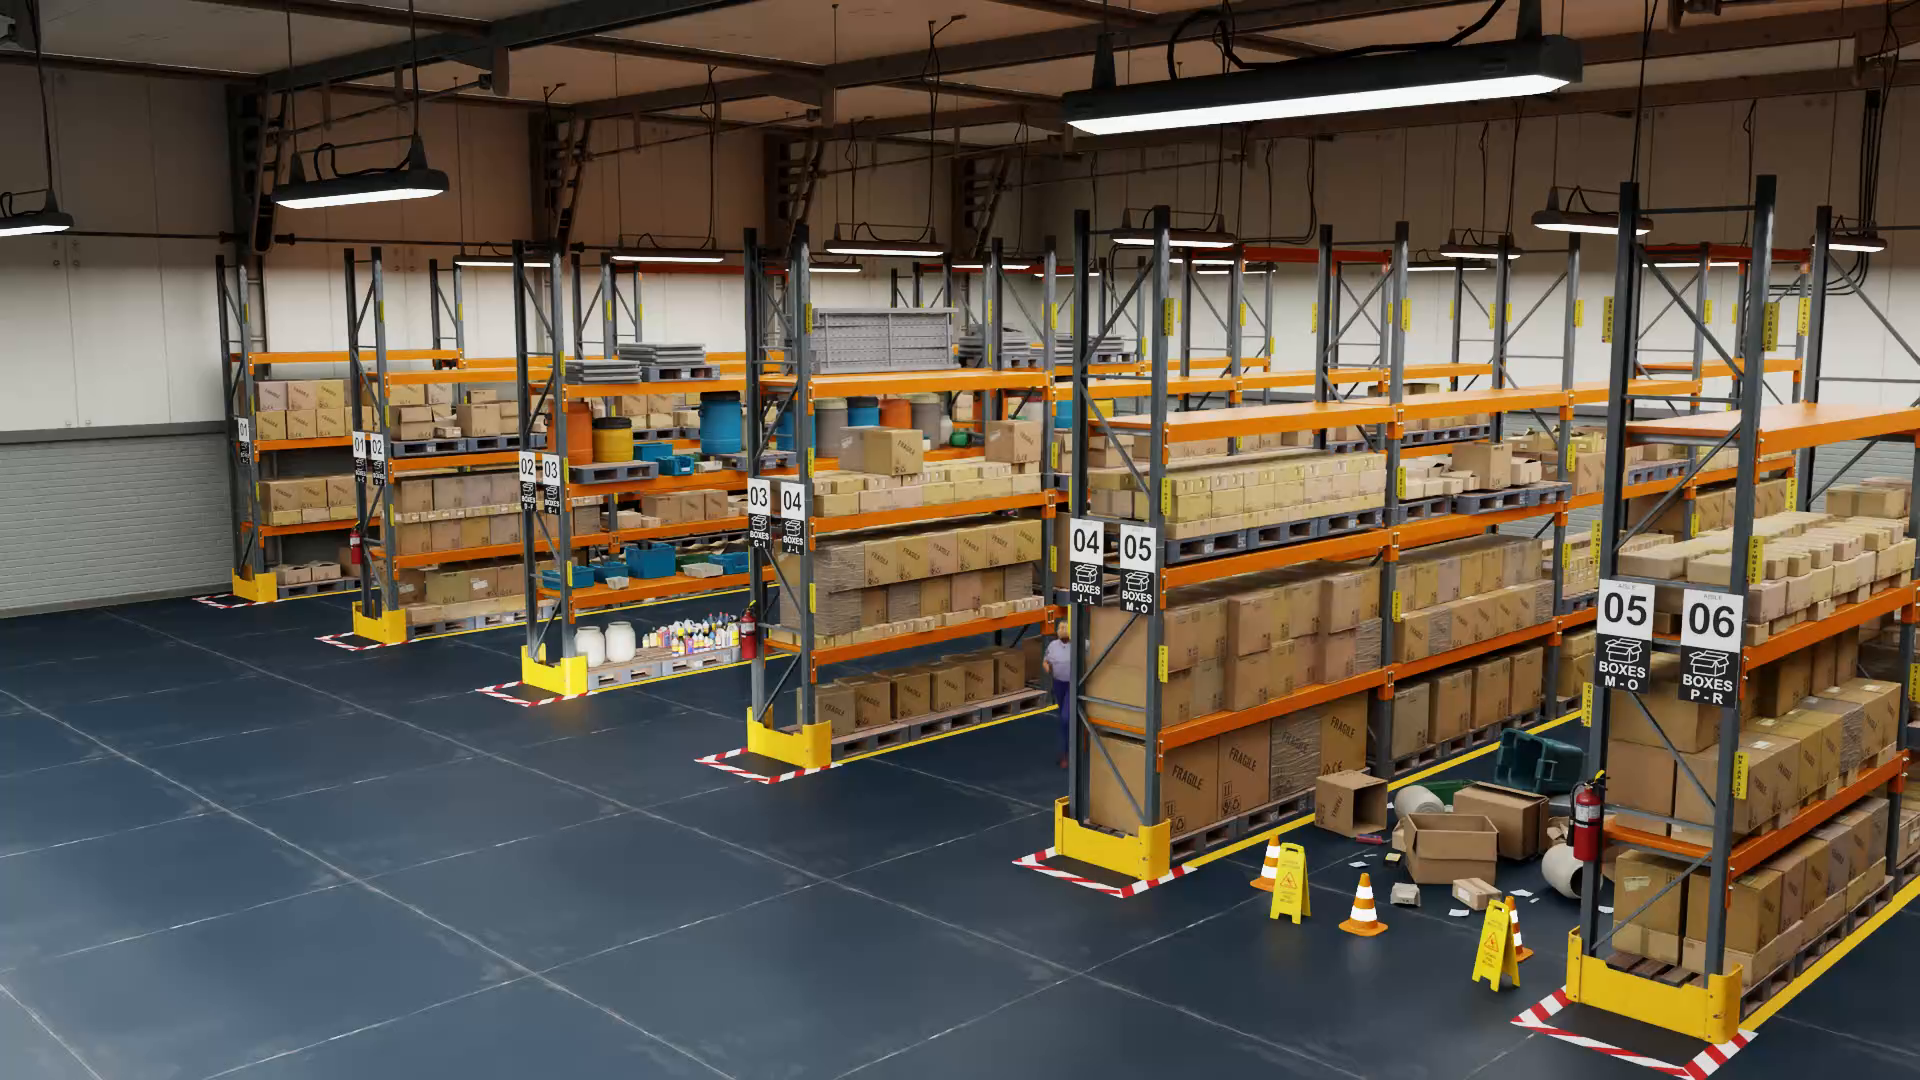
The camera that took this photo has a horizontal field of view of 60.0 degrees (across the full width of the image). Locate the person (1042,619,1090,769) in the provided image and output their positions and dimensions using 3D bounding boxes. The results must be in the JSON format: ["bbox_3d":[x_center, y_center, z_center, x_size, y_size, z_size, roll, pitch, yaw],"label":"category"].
[{"bbox_3d":[1.256,1.716,18.785,0.611,1.683,0.871,5,10,34],"label":"person"}]
